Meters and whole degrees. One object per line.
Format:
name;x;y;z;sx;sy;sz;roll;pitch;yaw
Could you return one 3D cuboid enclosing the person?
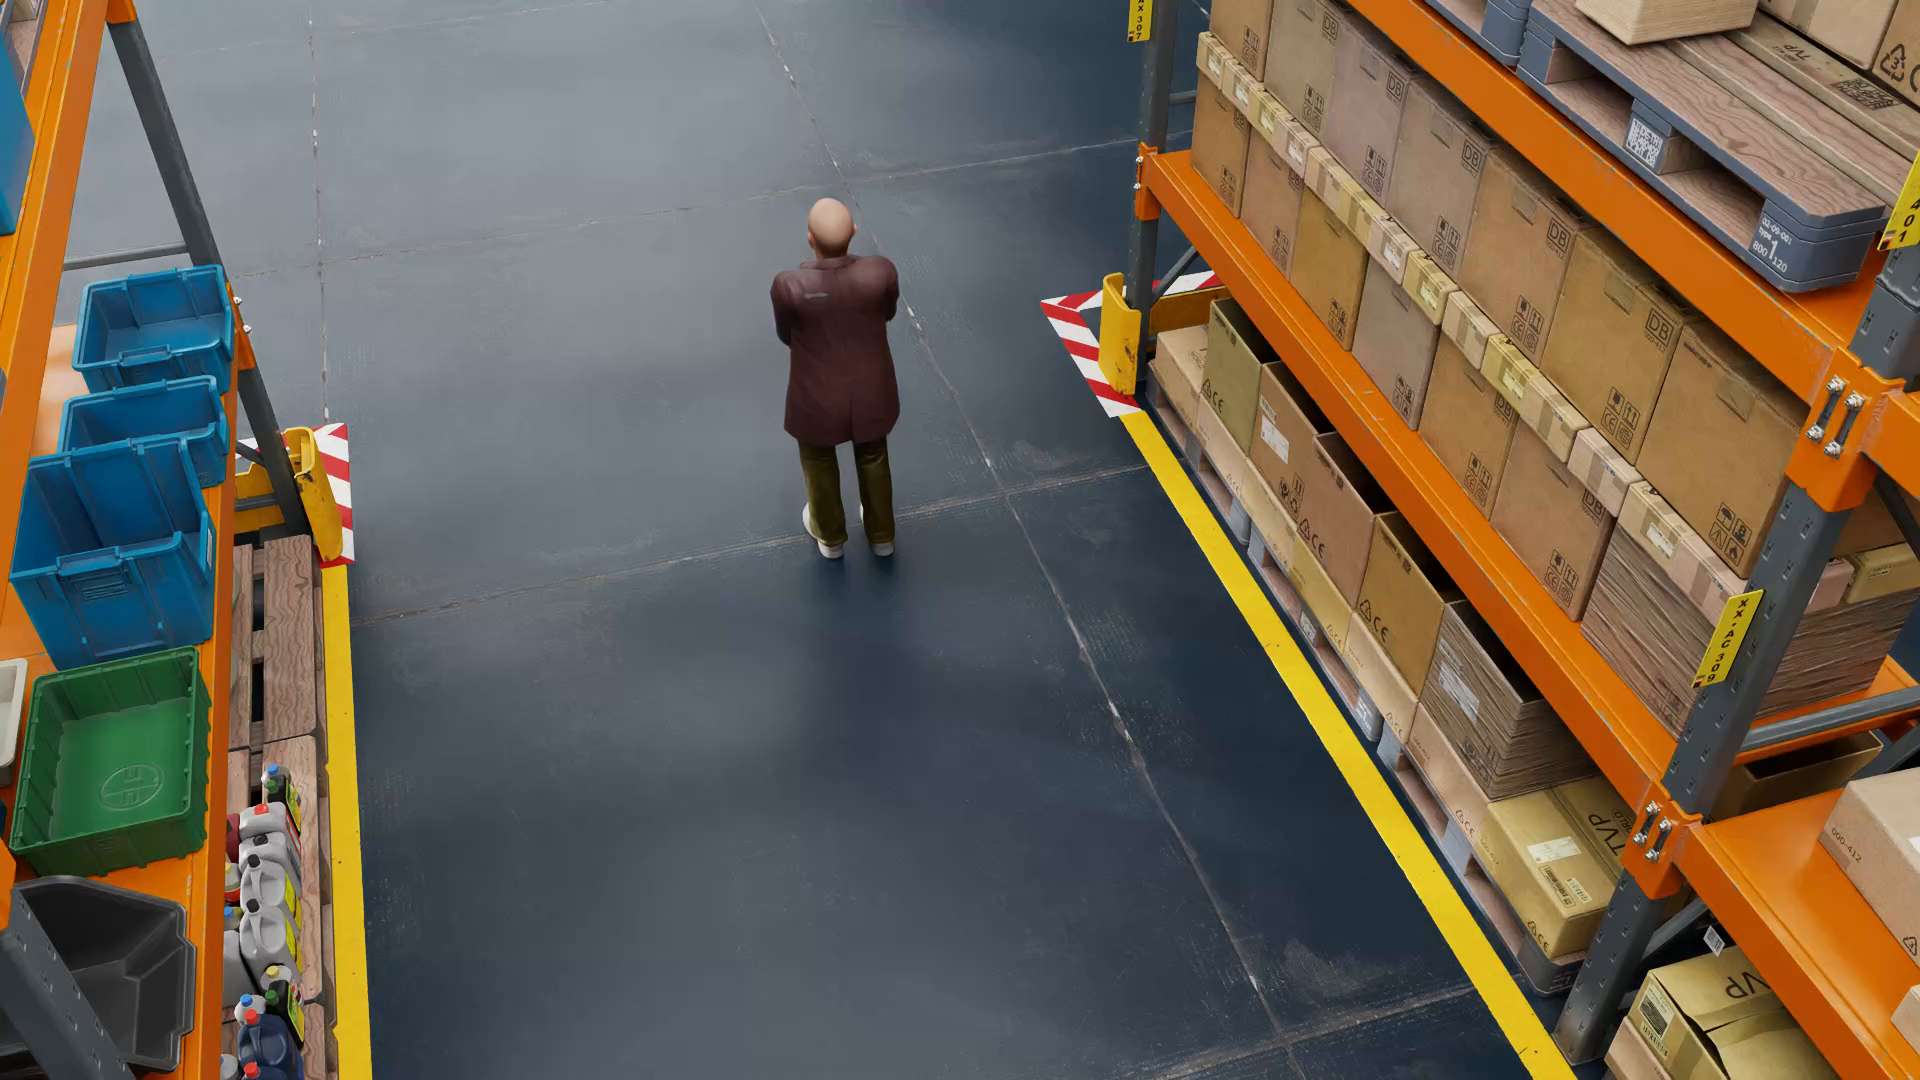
person;-0.529;-0.715;6.978;0.526;1.776;0.553;-11;43;-12
